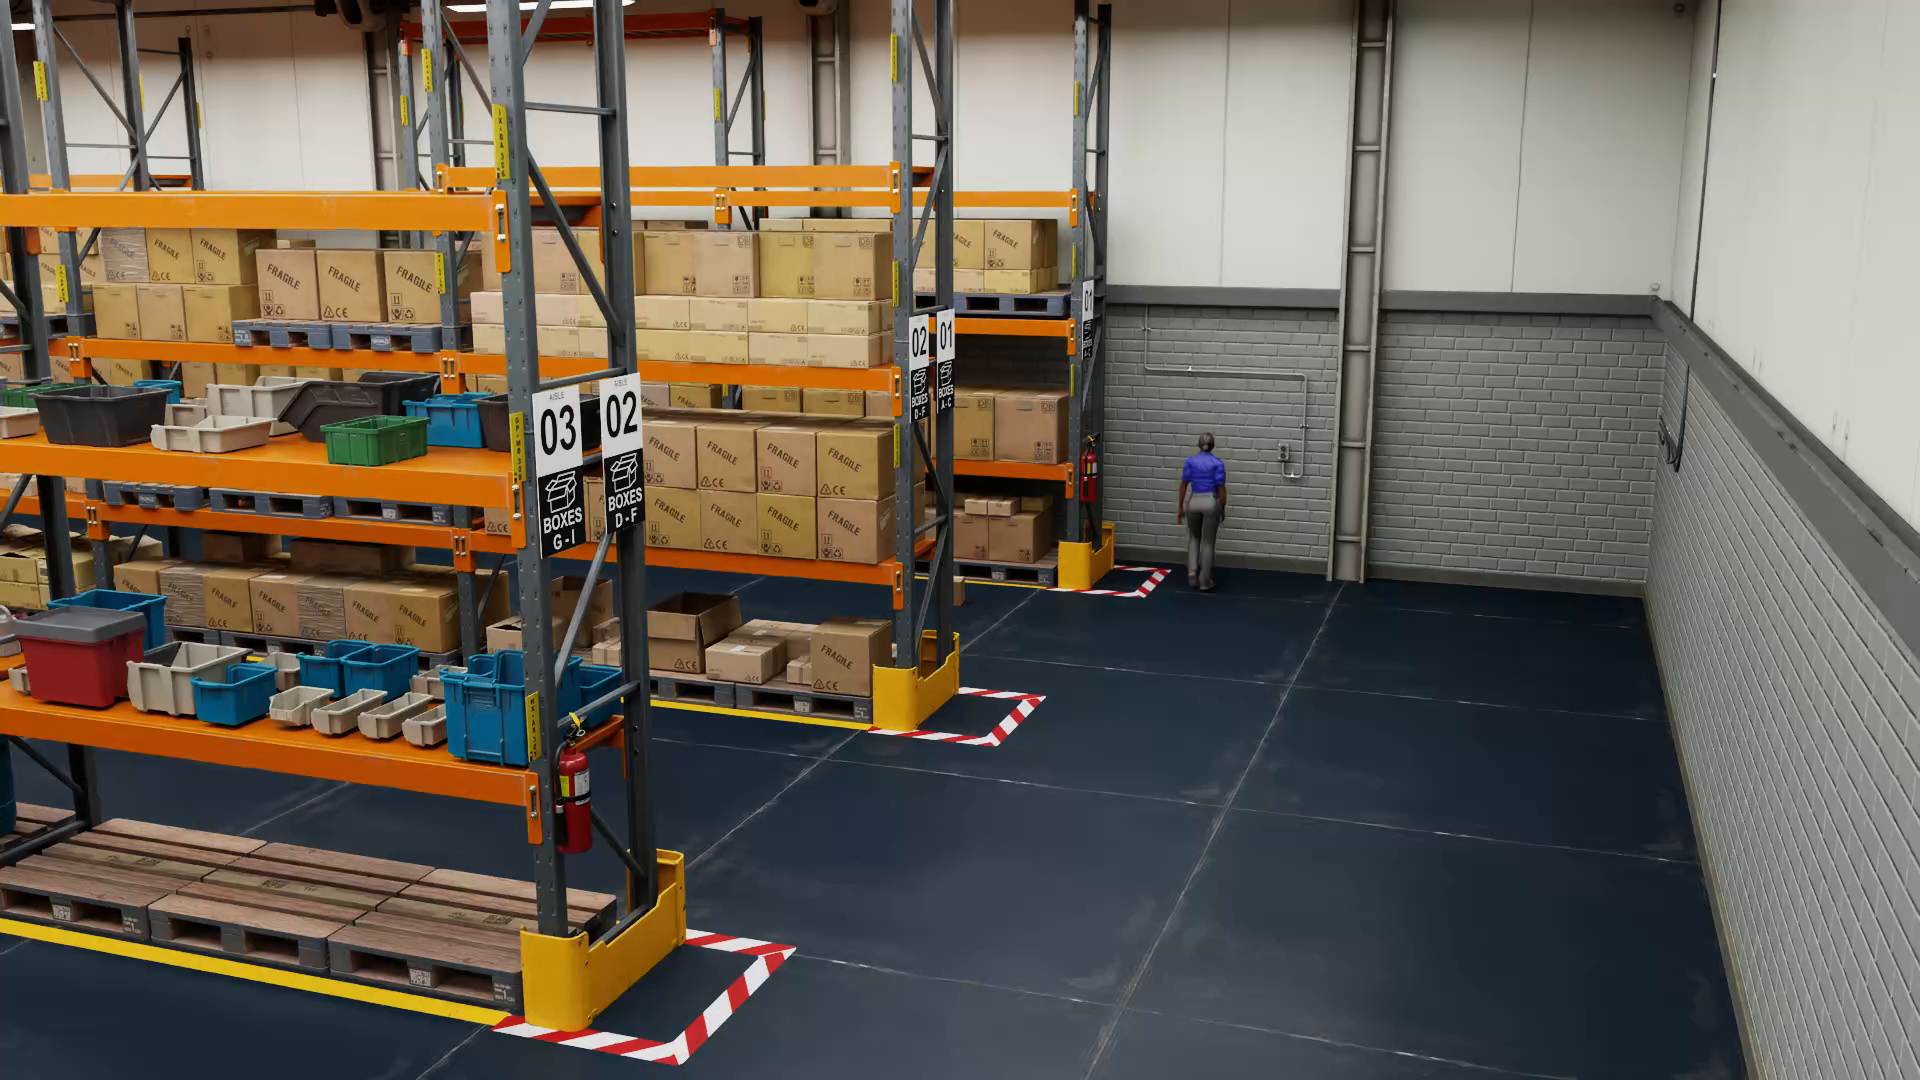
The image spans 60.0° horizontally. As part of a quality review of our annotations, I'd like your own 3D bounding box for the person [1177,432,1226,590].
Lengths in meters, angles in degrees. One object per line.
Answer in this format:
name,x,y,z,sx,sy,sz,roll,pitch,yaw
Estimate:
person,2.532,-0.298,17.431,0.487,1.671,0.490,5,13,23
